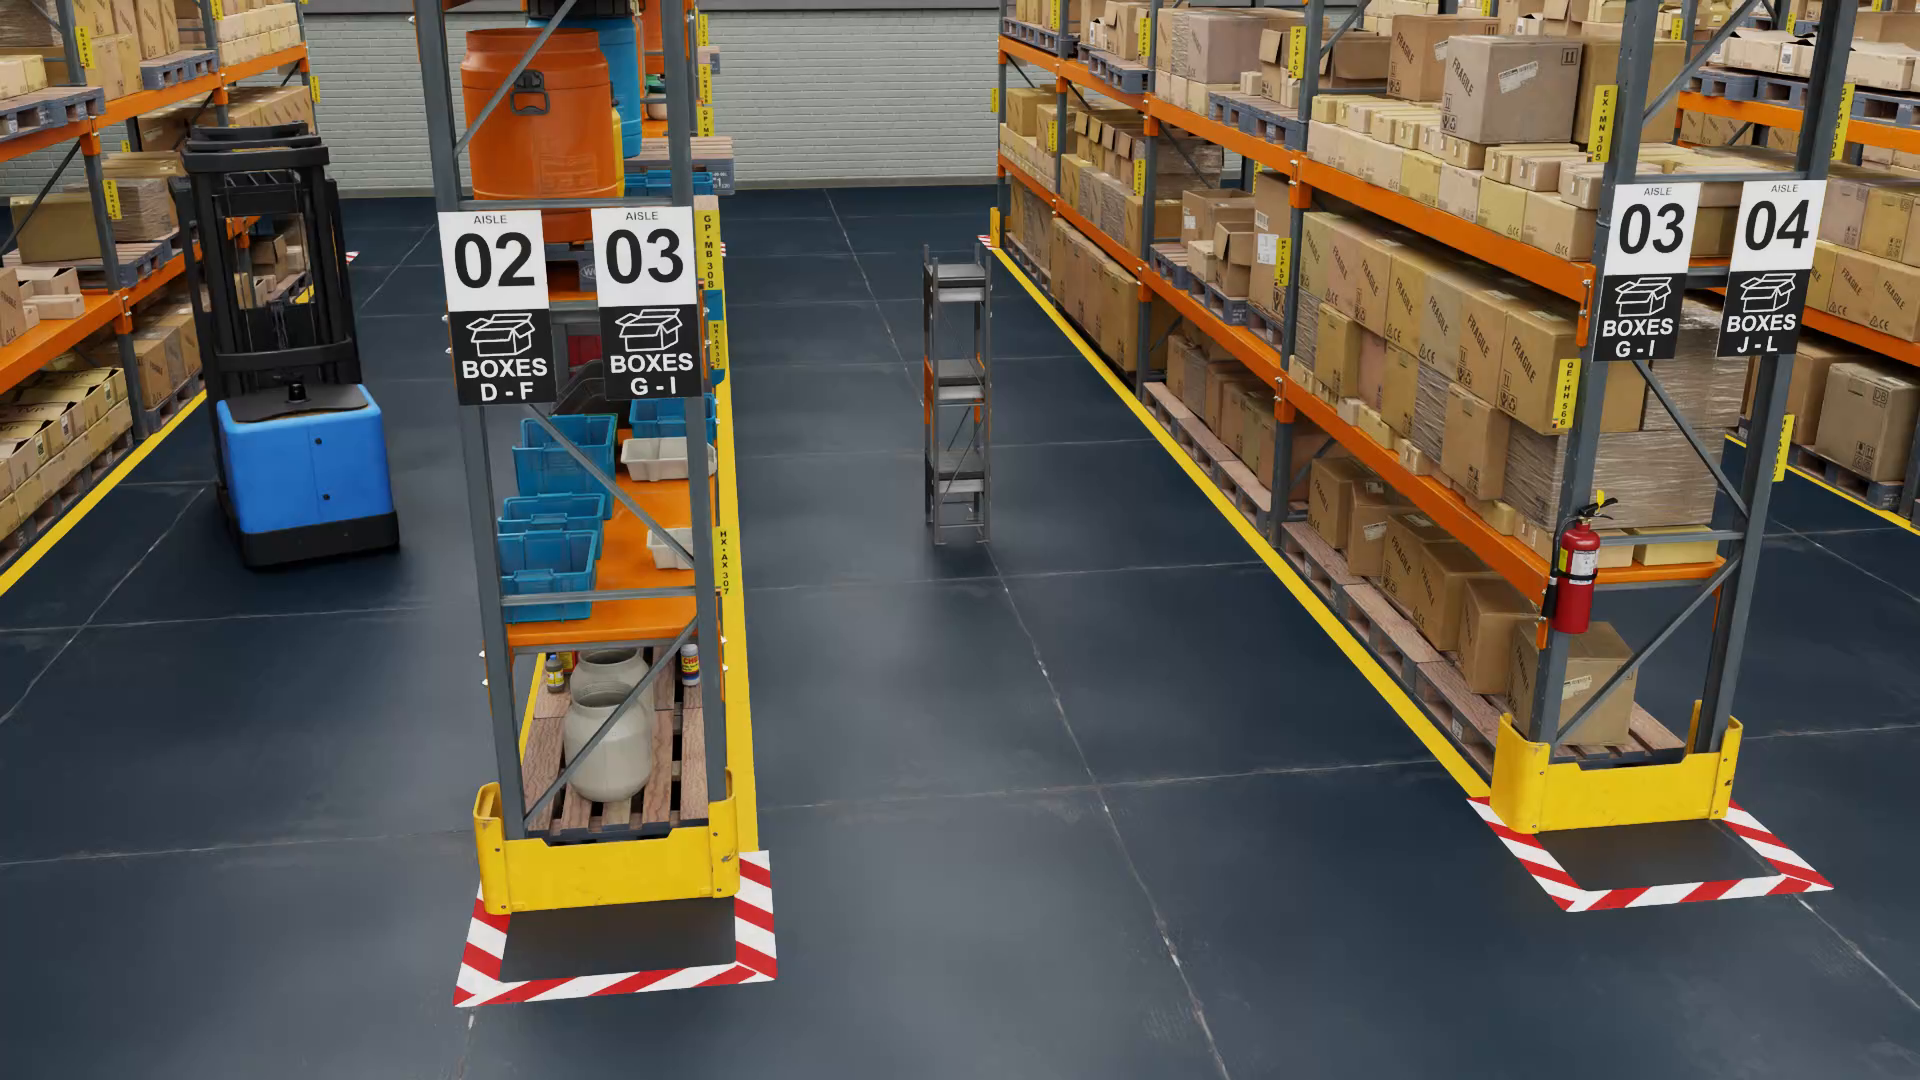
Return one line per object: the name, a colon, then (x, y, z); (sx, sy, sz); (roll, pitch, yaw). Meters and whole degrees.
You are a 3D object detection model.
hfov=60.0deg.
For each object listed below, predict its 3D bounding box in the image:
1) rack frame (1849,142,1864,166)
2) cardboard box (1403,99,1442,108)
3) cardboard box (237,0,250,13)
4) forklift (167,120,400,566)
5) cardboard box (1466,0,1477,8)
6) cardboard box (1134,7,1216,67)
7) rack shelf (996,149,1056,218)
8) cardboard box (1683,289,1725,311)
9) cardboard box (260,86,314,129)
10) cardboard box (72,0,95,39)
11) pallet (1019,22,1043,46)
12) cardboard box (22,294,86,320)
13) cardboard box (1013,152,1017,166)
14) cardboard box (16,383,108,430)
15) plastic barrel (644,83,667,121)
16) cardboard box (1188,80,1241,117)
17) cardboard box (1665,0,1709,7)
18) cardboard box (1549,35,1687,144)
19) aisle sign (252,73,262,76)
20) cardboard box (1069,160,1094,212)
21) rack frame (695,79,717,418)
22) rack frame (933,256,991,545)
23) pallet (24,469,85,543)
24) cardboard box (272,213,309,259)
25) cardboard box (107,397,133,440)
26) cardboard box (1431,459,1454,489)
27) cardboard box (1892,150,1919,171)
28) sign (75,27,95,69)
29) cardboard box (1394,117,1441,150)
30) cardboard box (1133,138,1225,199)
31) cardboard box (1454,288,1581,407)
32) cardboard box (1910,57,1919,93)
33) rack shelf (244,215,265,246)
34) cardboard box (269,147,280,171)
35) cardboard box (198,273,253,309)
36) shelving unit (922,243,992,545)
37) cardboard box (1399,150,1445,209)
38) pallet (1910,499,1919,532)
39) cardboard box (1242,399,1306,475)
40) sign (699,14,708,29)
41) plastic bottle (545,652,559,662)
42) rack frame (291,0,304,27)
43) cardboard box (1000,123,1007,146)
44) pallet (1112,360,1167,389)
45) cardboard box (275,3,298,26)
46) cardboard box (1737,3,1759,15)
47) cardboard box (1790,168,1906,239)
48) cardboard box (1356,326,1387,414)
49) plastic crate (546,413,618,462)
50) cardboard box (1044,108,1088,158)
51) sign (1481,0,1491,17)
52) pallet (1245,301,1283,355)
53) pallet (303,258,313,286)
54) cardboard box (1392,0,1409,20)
rack frame: (11.405, -4.654, 20.390); (1.000, 3.000, 0.127); (-3, 21, -8)
cardboard box: (3.033, -2.711, 10.545); (0.380, 0.149, 0.250); (-3, 21, -7)
cardboard box: (-8.322, -6.096, 18.391); (0.700, 0.500, 0.500); (-3, 21, -8)
forklift: (-5.160, -1.664, 12.482); (1.130, 2.935, 3.031); (-10, 23, -25)
cardboard box: (6.158, -6.311, 19.469); (0.380, 0.149, 0.250); (-2, 21, -6)
cardboard box: (2.016, -4.627, 15.283); (0.797, 0.503, 0.637); (-2, 21, -5)
rack shelf: (1.311, -4.510, 21.032); (1.077, 0.370, 4.000); (-3, 21, -8)
cardboard box: (7.097, -1.912, 15.663); (1.050, 0.750, 0.750); (-3, 21, -8)
cardboard box: (-8.445, -5.416, 20.858); (0.500, 0.500, 0.500); (-3, 21, -8)
cardboard box: (-7.758, -4.519, 14.170); (0.500, 0.500, 0.500); (-3, 21, -8)
pallet: (1.319, -6.223, 20.431); (1.003, 0.211, 1.213); (-3, 21, -8)
cardboard box: (-7.225, -1.856, 13.257); (0.380, 0.149, 0.250); (-3, 21, -8)
cardboard box: (0.897, -4.926, 21.478); (0.380, 0.149, 0.250); (-3, 21, -9)
cardboard box: (-7.227, -1.094, 13.386); (0.500, 0.311, 0.500); (-3, 21, -9)
plastic barrel: (-2.312, -3.431, 13.027); (0.301, 0.262, 0.301); (0, 20, 0)
cardboard box: (2.148, -3.573, 13.424); (0.500, 0.250, 0.500); (-2, 21, -7)
cardboard box: (7.162, -5.214, 16.365); (0.396, 0.266, 0.258); (-3, 21, -8)
cardboard box: (3.382, -2.353, 8.659); (0.500, 0.500, 0.500); (-3, 21, -8)
aisle sign: (-9.082, -6.268, 20.994); (0.394, 0.787, 0.004); (-3, 21, -8)
cardboard box: (1.491, -3.855, 18.108); (0.500, 0.500, 0.500); (-3, 21, -8)
rack frame: (-2.726, -2.520, 14.675); (1.000, 3.000, 0.127); (-3, 21, -8)
rack frame: (0.011, -0.956, 11.776); (0.400, 2.100, 0.015); (-3, 21, -8)
pallet: (-7.375, -0.256, 12.601); (1.003, 0.211, 1.213); (-3, 21, -8)
cardboard box: (-8.459, -3.900, 21.315); (0.500, 0.500, 0.500); (-3, 21, -8)
cardboard box: (-7.311, -1.010, 13.962); (0.500, 0.250, 0.500); (-2, 21, -6)
cardboard box: (2.887, -0.402, 9.365); (0.380, 0.149, 0.250); (-3, 21, -8)
cardboard box: (11.293, -4.472, 19.403); (0.500, 0.250, 0.500); (-3, 21, -7)
sign: (-7.078, -3.981, 13.448); (0.100, 0.325, 0.005); (-3, 21, -8)
cardboard box: (2.719, -2.328, 9.521); (0.380, 0.149, 0.250); (-3, 21, -9)
cardboard box: (2.086, -3.540, 15.831); (0.797, 0.503, 0.637); (-2, 21, -6)
cardboard box: (2.927, -1.005, 8.623); (0.500, 0.500, 0.500); (-3, 21, -8)
cardboard box: (7.415, -3.415, 12.256); (0.500, 0.250, 0.500); (-3, 21, -7)
rack shelf: (-8.493, -4.011, 19.698); (1.077, 0.370, 4.000); (-3, 21, -8)
cardboard box: (-8.155, -4.243, 19.148); (0.500, 0.500, 0.500); (-3, 21, -8)
cardboard box: (-7.850, -2.535, 17.659); (0.500, 0.500, 0.500); (-3, 21, -8)
shelving unit: (-0.024, -1.041, 12.002); (0.431, 2.100, 0.503); (-3, 21, -8)
cardboard box: (2.790, -2.013, 9.246); (0.500, 0.250, 0.500); (-3, 21, -9)
pallet: (7.707, -0.026, 11.984); (1.003, 0.211, 1.213); (-3, 21, -8)
cardboard box: (2.635, -0.799, 13.013); (0.700, 0.500, 0.500); (-3, 21, -8)
sign: (-3.337, -6.679, 21.674); (0.100, 0.325, 0.005); (-3, 21, -8)
plastic bottle: (-2.306, 0.663, 9.406); (0.061, 0.283, 0.133); (-2, 21, -6)
rack frame: (-8.781, -7.851, 20.376); (1.000, 3.000, 0.127); (-3, 21, -8)
cardboard box: (0.824, -5.429, 22.253); (0.500, 0.250, 0.500); (-3, 21, -9)
pallet: (2.136, -1.740, 16.573); (1.003, 0.211, 1.213); (-3, 21, -8)
cardboard box: (-8.455, -6.445, 20.398); (0.500, 0.250, 0.500); (-3, 21, -8)
cardboard box: (10.758, -7.182, 22.487); (0.380, 0.149, 0.250); (-2, 21, -6)
cardboard box: (7.377, -2.814, 13.892); (0.700, 0.500, 0.500); (-3, 21, -8)
cardboard box: (2.965, -1.069, 10.223); (0.875, 0.500, 0.500); (-3, 21, -8)
plastic crate: (-2.233, -0.551, 9.708); (0.450, 0.188, 0.662); (-3, 21, -8)
cardboard box: (1.268, -4.720, 19.285); (0.500, 0.500, 0.500); (-2, 21, -6)
sign: (5.986, -5.987, 18.932); (0.100, 0.325, 0.005); (-3, 21, -8)
pallet: (2.786, -1.567, 12.398); (1.003, 0.211, 1.213); (-3, 21, -8)
pallet: (-8.654, -3.432, 21.104); (1.003, 0.211, 1.213); (-3, 21, -8)
cardboard box: (5.888, -6.802, 21.354); (0.500, 0.250, 0.500); (-3, 21, -7)
